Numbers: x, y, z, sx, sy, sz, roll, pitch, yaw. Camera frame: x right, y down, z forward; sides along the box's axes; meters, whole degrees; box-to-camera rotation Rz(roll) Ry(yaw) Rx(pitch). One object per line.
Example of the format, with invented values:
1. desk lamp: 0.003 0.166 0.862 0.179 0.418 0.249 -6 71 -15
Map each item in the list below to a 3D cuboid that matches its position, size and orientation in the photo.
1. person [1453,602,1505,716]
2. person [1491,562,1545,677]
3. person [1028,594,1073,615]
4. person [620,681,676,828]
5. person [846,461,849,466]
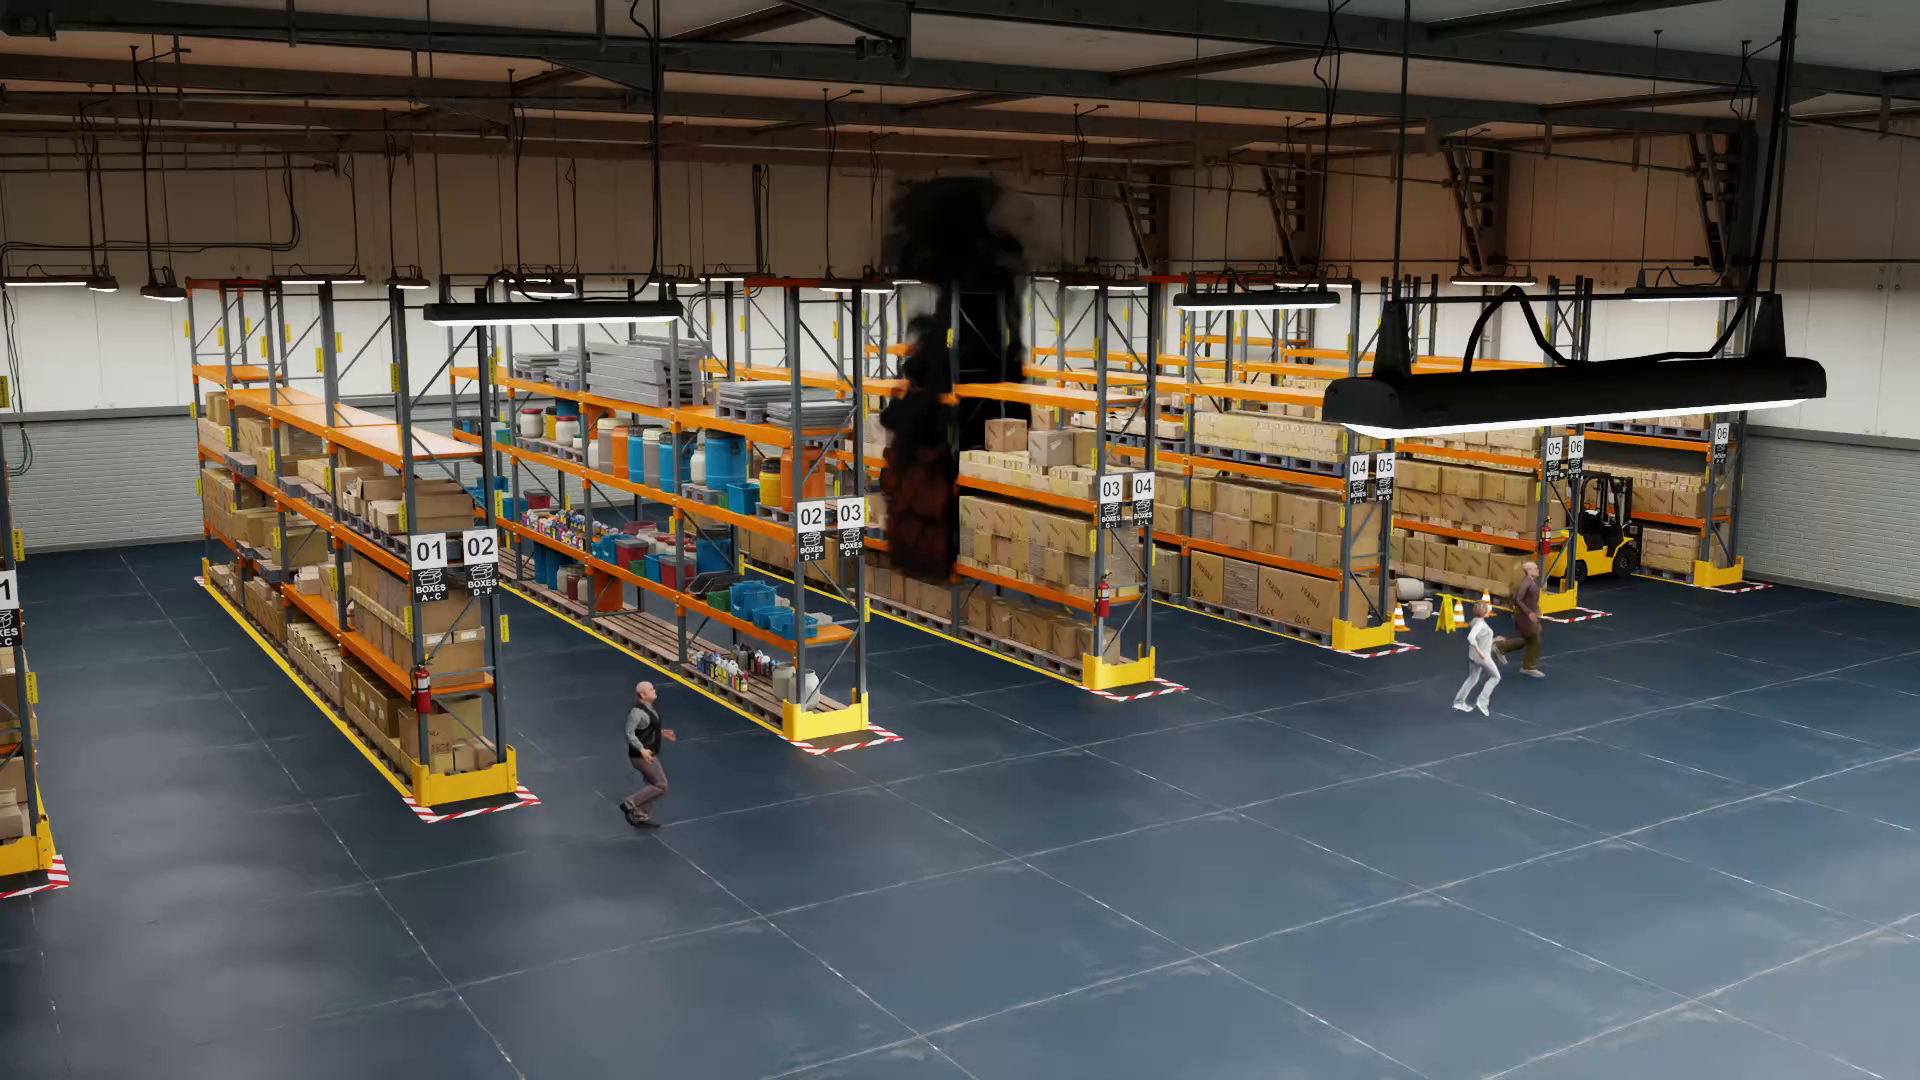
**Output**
1. person: 7.289 1.668 23.286 0.682 1.617 0.503 0 10 -2
2. person: 8.657 1.245 25.621 0.762 1.707 0.713 4 10 23
3. person: 1.697 0.412 30.185 0.669 1.794 0.991 -8 12 -38
4. person: -3.479 2.409 18.664 0.566 1.690 0.652 0 10 -2
5. person: -2.770 -1.013 38.957 0.746 1.716 0.720 -3 10 -19
